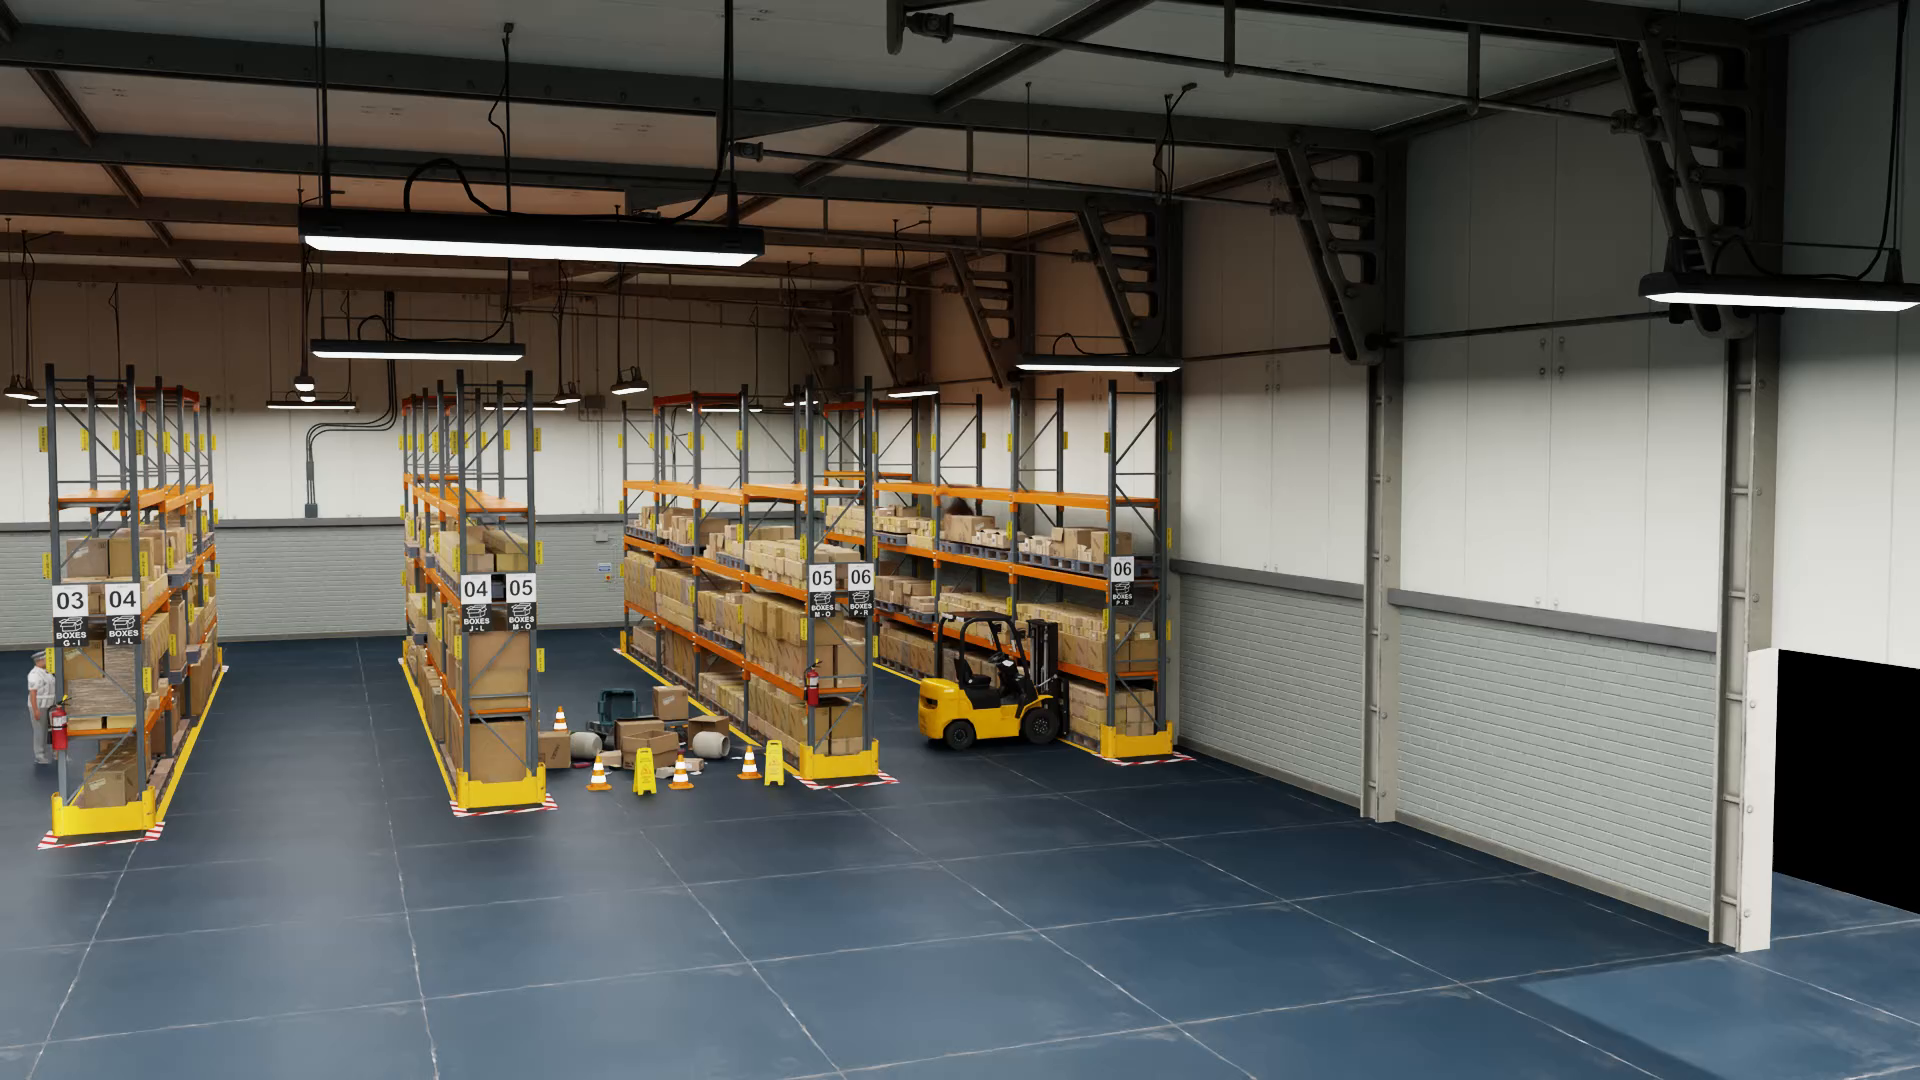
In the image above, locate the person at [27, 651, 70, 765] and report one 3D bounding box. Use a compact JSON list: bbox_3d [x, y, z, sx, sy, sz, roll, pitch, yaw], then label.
[{"bbox_3d":[-14.301,2.605,26.007,0.466,1.772,0.599,1,3,14],"label":"person"}]
